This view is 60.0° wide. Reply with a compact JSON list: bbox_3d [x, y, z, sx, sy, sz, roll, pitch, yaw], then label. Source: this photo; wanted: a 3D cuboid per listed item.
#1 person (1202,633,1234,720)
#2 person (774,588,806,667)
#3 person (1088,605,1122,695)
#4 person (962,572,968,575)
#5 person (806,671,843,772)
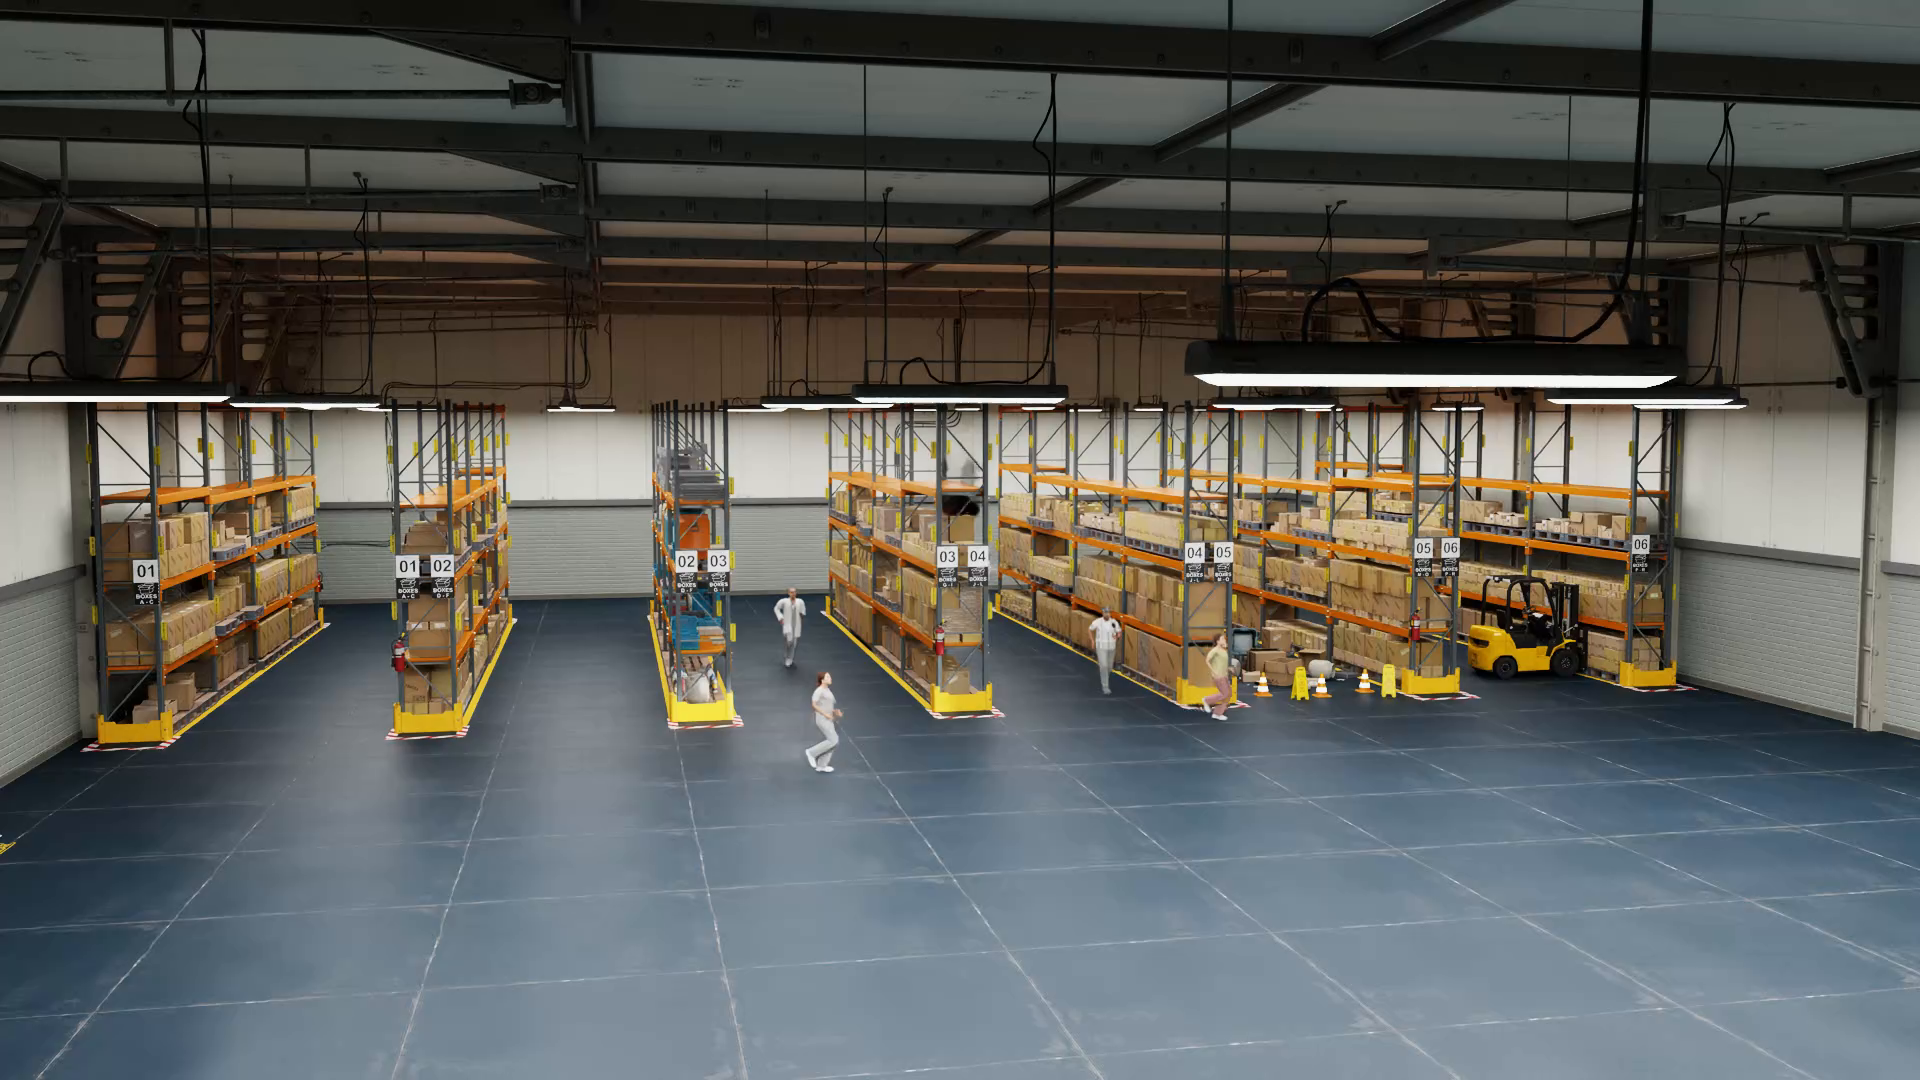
[{"bbox_3d":[4.861,2.562,31.309,0.561,1.624,0.599,3,5,32],"label":"person"},{"bbox_3d":[-3.839,1.996,37.958,0.679,1.797,0.795,-2,5,-23],"label":"person"},{"bbox_3d":[3.012,2.232,34.308,0.651,1.790,0.863,-1,4,-14],"label":"person"},{"bbox_3d":[0.167,1.215,49.415,0.498,1.561,0.760,-4,6,-44],"label":"person"},{"bbox_3d":[-2.179,2.898,26.668,0.554,1.624,0.546,1,4,11],"label":"person"}]
